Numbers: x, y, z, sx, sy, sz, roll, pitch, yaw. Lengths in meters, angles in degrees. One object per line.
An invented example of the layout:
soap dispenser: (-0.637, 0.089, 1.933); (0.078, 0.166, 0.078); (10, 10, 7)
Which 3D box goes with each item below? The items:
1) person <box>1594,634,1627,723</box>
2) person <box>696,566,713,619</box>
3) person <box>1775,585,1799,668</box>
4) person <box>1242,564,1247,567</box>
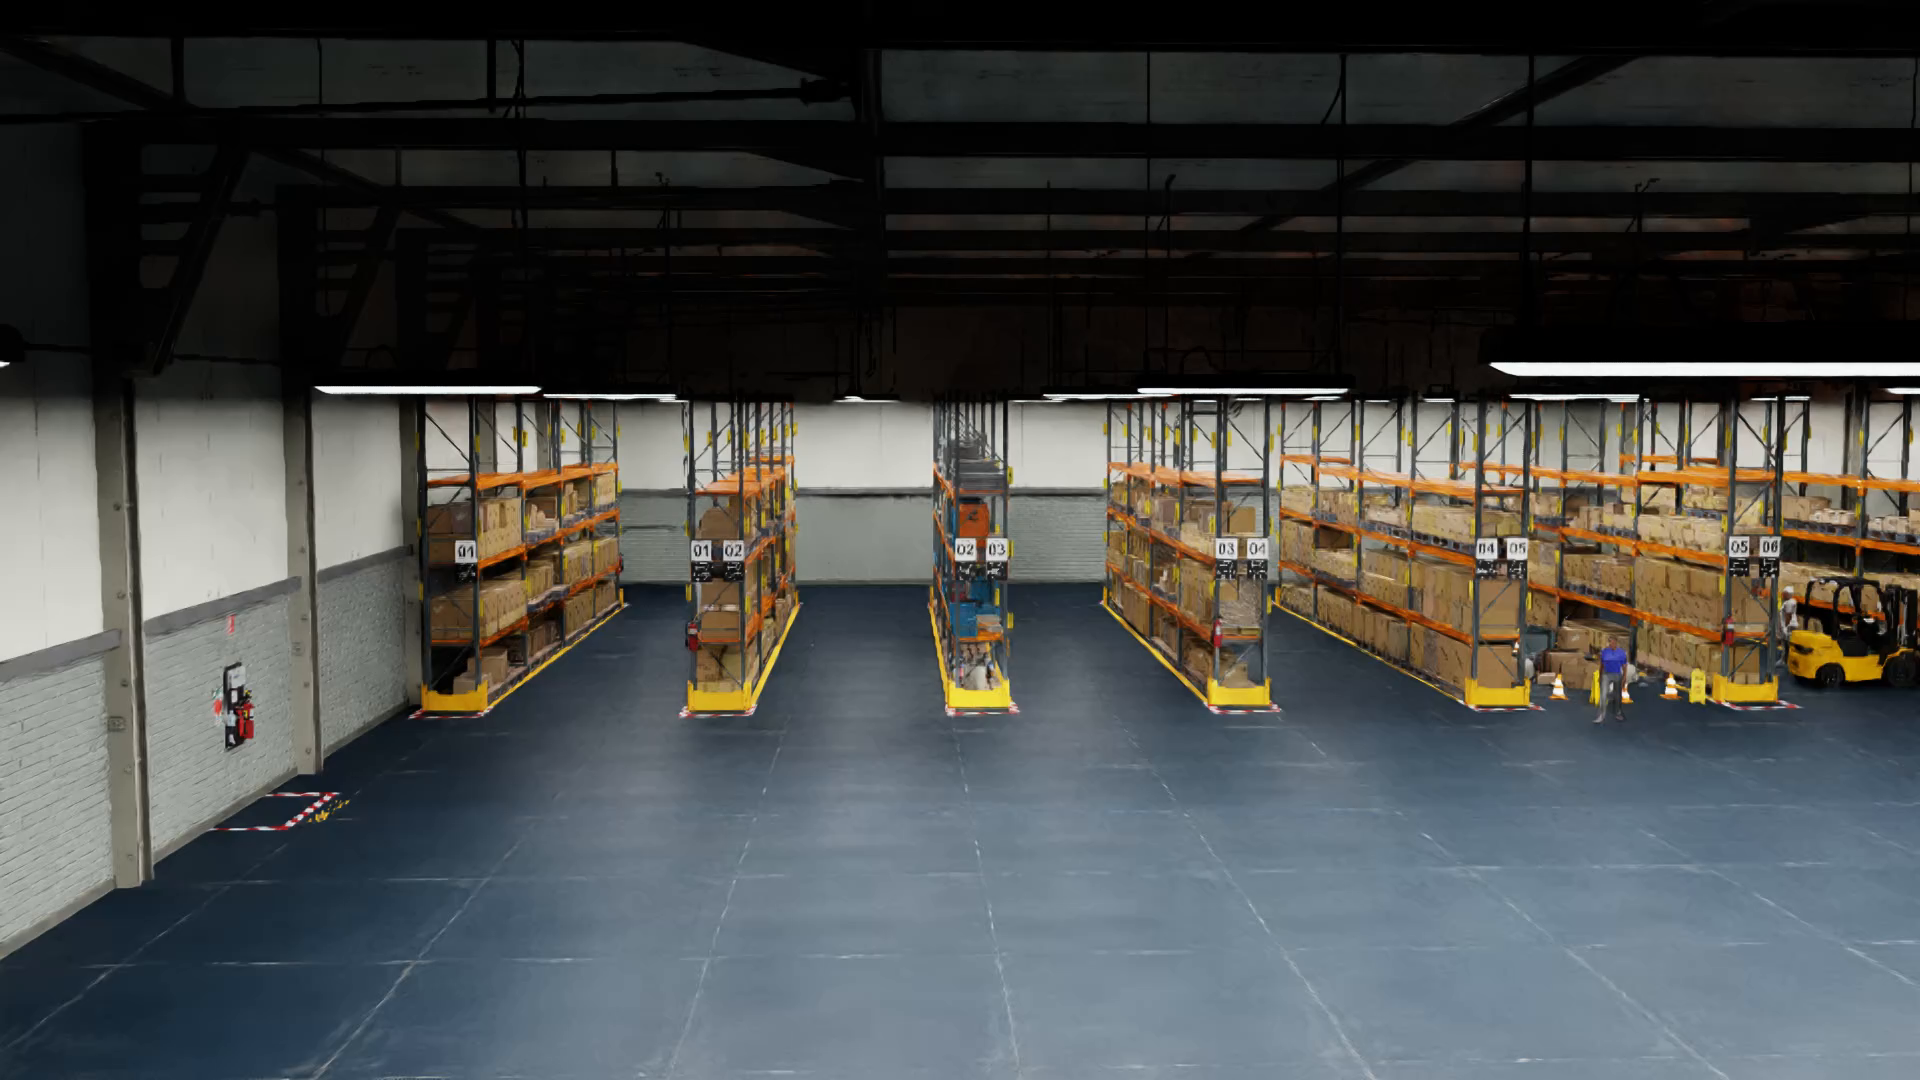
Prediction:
person: (11.714, 2.532, 29.876); (0.494, 1.500, 0.916); (2, 5, 26)
person: (-6.820, 1.242, 44.518); (0.540, 1.670, 1.130); (0, 5, -5)
person: (17.960, 1.872, 36.139); (0.577, 1.783, 0.662); (2, 5, 26)
person: (8.359, 1.034, 48.564); (0.440, 1.437, 0.848); (1, 5, 16)
